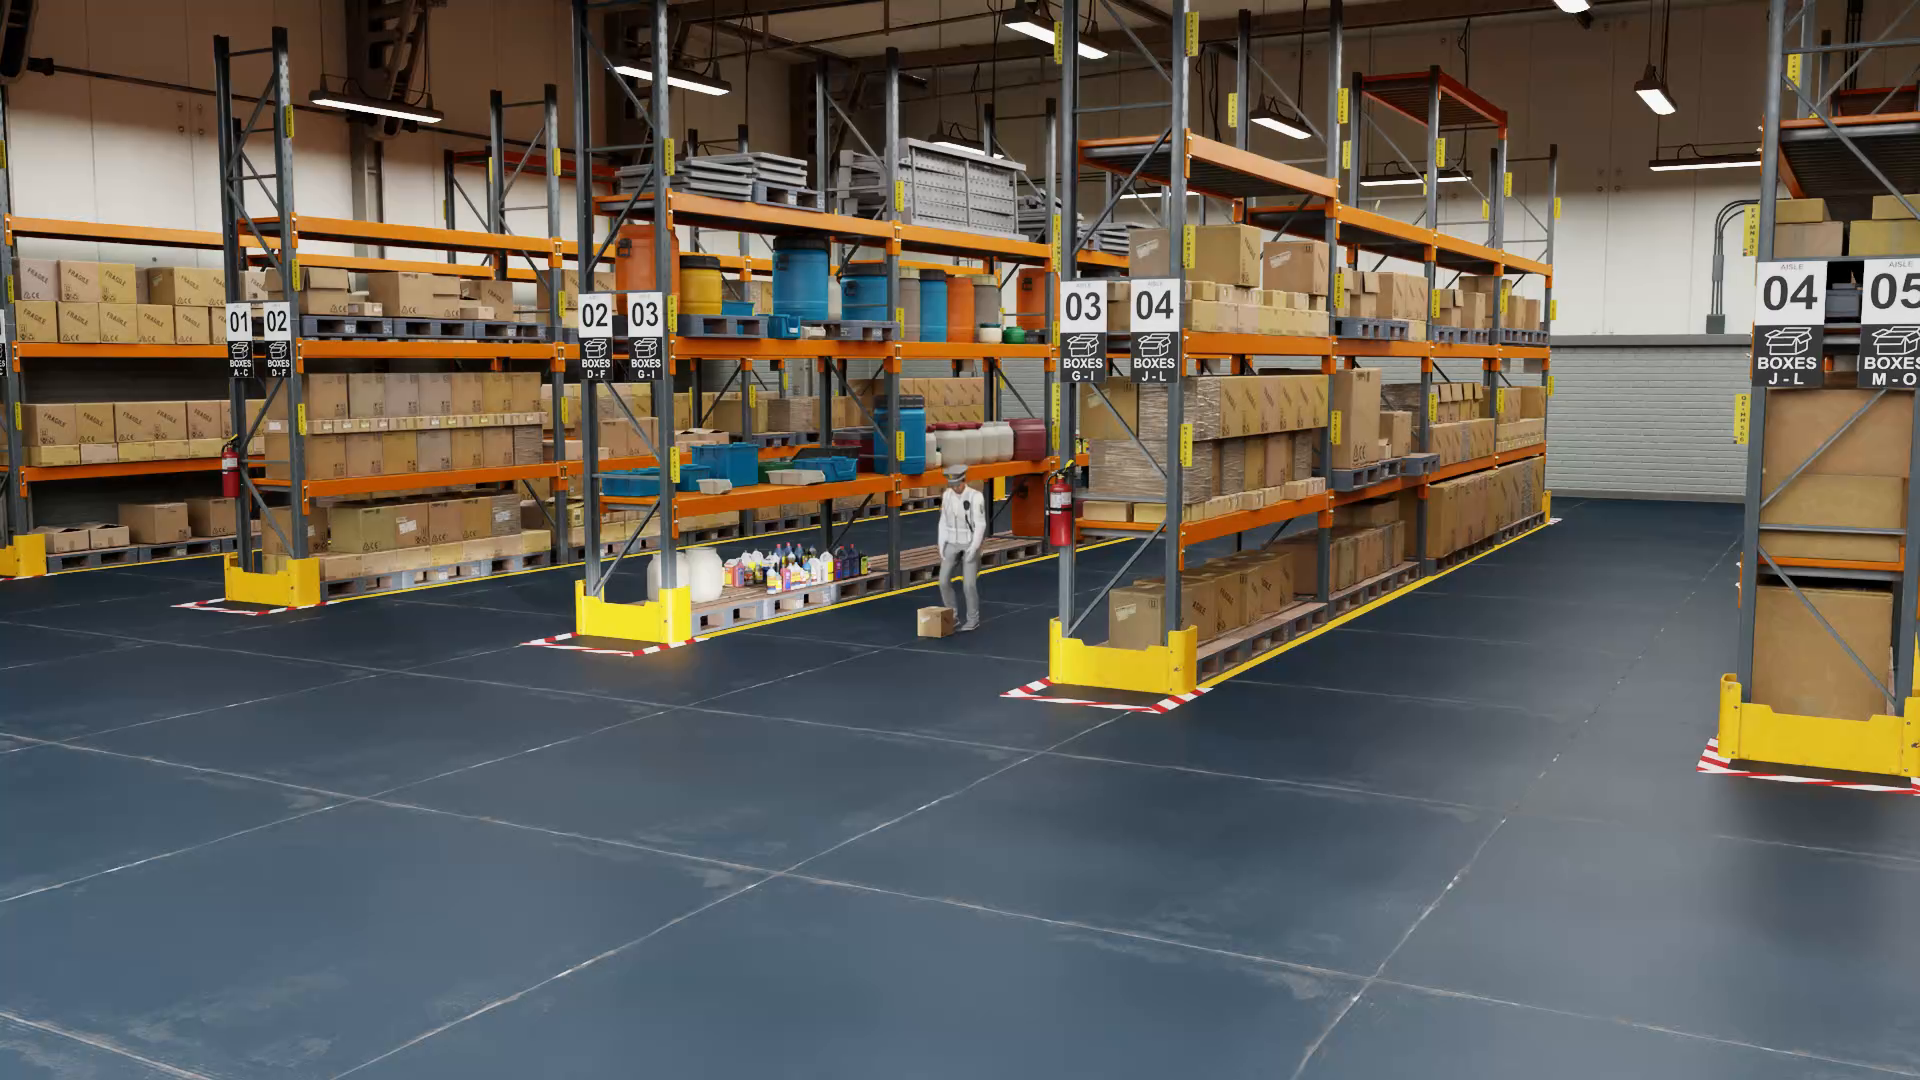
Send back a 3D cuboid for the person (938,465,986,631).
[{"bbox_3d":[0.017,0.071,16.045,0.508,1.604,0.485,4,7,30],"label":"person"}]
